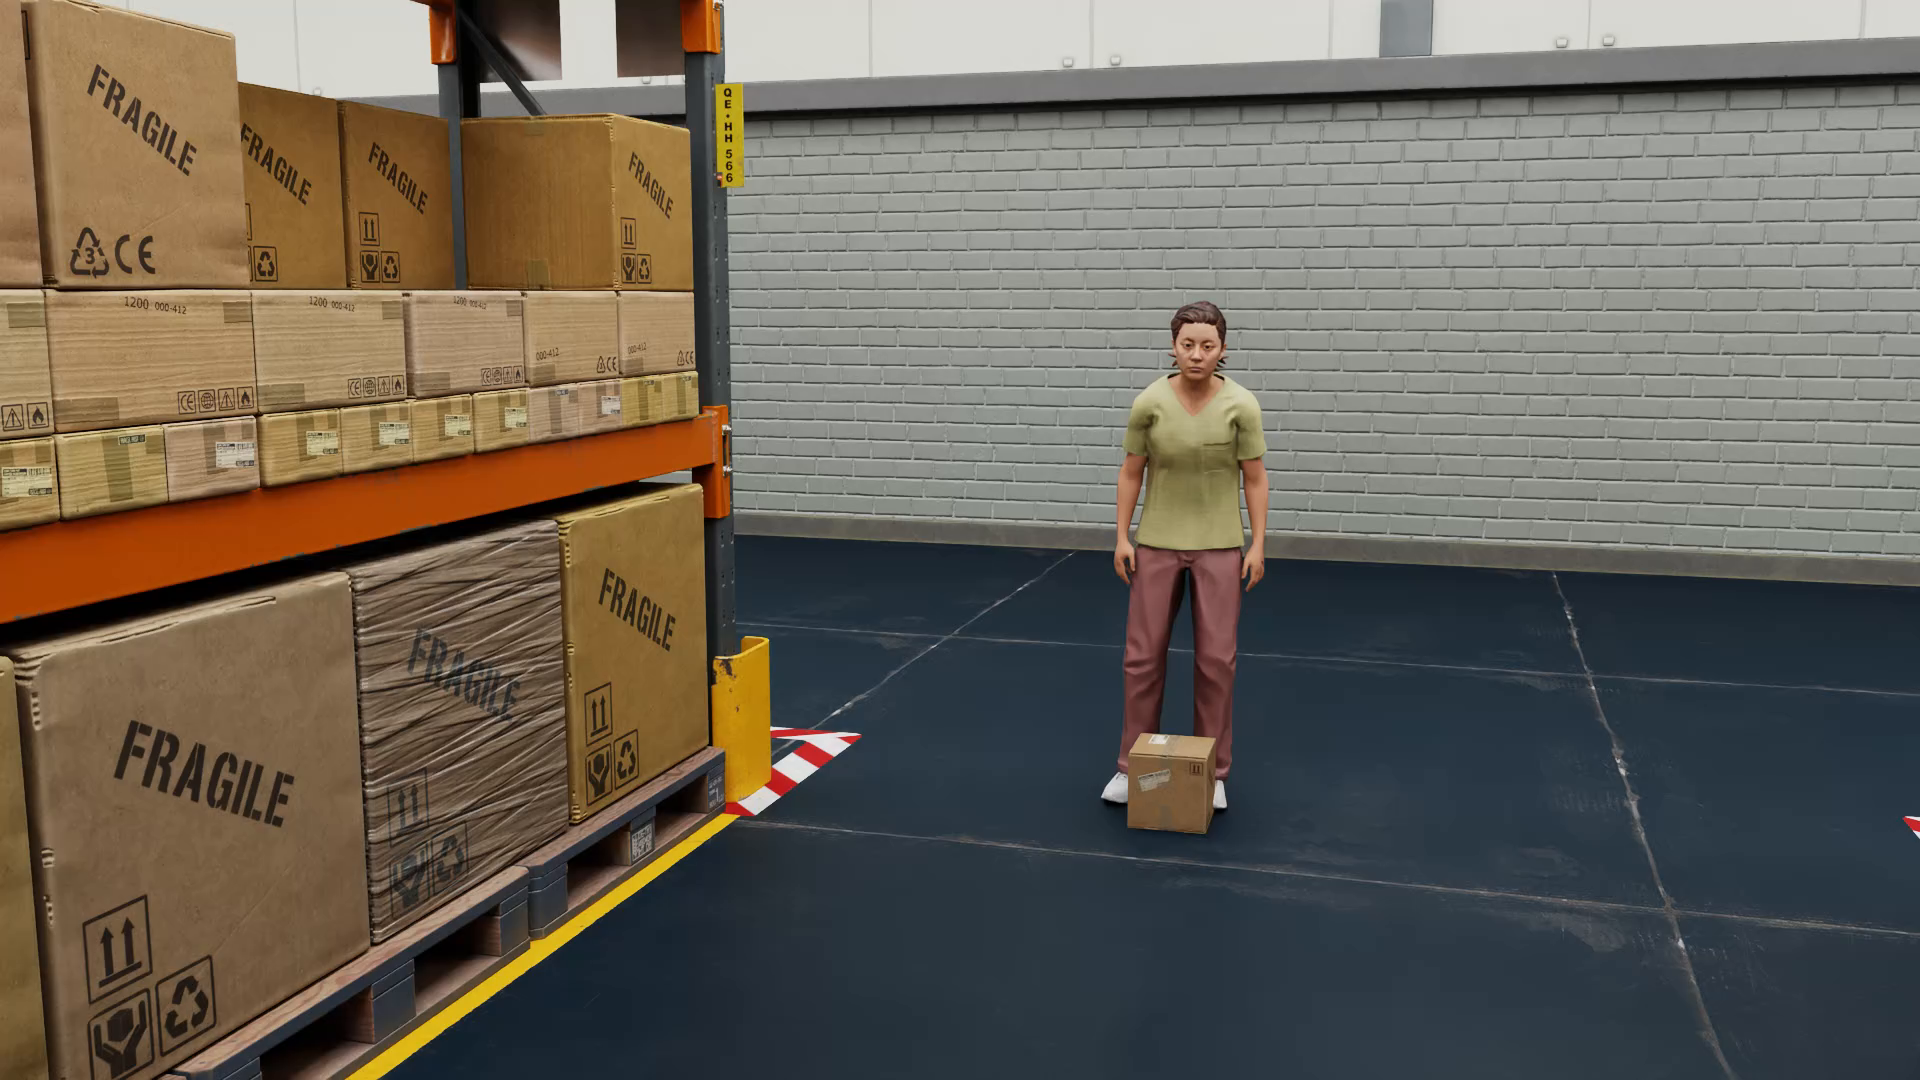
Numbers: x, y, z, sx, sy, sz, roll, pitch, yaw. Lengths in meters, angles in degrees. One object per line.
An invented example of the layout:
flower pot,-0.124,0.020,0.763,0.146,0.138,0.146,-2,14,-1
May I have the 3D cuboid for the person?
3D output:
person,0.755,0.048,5.523,0.519,1.671,0.362,2,9,13
